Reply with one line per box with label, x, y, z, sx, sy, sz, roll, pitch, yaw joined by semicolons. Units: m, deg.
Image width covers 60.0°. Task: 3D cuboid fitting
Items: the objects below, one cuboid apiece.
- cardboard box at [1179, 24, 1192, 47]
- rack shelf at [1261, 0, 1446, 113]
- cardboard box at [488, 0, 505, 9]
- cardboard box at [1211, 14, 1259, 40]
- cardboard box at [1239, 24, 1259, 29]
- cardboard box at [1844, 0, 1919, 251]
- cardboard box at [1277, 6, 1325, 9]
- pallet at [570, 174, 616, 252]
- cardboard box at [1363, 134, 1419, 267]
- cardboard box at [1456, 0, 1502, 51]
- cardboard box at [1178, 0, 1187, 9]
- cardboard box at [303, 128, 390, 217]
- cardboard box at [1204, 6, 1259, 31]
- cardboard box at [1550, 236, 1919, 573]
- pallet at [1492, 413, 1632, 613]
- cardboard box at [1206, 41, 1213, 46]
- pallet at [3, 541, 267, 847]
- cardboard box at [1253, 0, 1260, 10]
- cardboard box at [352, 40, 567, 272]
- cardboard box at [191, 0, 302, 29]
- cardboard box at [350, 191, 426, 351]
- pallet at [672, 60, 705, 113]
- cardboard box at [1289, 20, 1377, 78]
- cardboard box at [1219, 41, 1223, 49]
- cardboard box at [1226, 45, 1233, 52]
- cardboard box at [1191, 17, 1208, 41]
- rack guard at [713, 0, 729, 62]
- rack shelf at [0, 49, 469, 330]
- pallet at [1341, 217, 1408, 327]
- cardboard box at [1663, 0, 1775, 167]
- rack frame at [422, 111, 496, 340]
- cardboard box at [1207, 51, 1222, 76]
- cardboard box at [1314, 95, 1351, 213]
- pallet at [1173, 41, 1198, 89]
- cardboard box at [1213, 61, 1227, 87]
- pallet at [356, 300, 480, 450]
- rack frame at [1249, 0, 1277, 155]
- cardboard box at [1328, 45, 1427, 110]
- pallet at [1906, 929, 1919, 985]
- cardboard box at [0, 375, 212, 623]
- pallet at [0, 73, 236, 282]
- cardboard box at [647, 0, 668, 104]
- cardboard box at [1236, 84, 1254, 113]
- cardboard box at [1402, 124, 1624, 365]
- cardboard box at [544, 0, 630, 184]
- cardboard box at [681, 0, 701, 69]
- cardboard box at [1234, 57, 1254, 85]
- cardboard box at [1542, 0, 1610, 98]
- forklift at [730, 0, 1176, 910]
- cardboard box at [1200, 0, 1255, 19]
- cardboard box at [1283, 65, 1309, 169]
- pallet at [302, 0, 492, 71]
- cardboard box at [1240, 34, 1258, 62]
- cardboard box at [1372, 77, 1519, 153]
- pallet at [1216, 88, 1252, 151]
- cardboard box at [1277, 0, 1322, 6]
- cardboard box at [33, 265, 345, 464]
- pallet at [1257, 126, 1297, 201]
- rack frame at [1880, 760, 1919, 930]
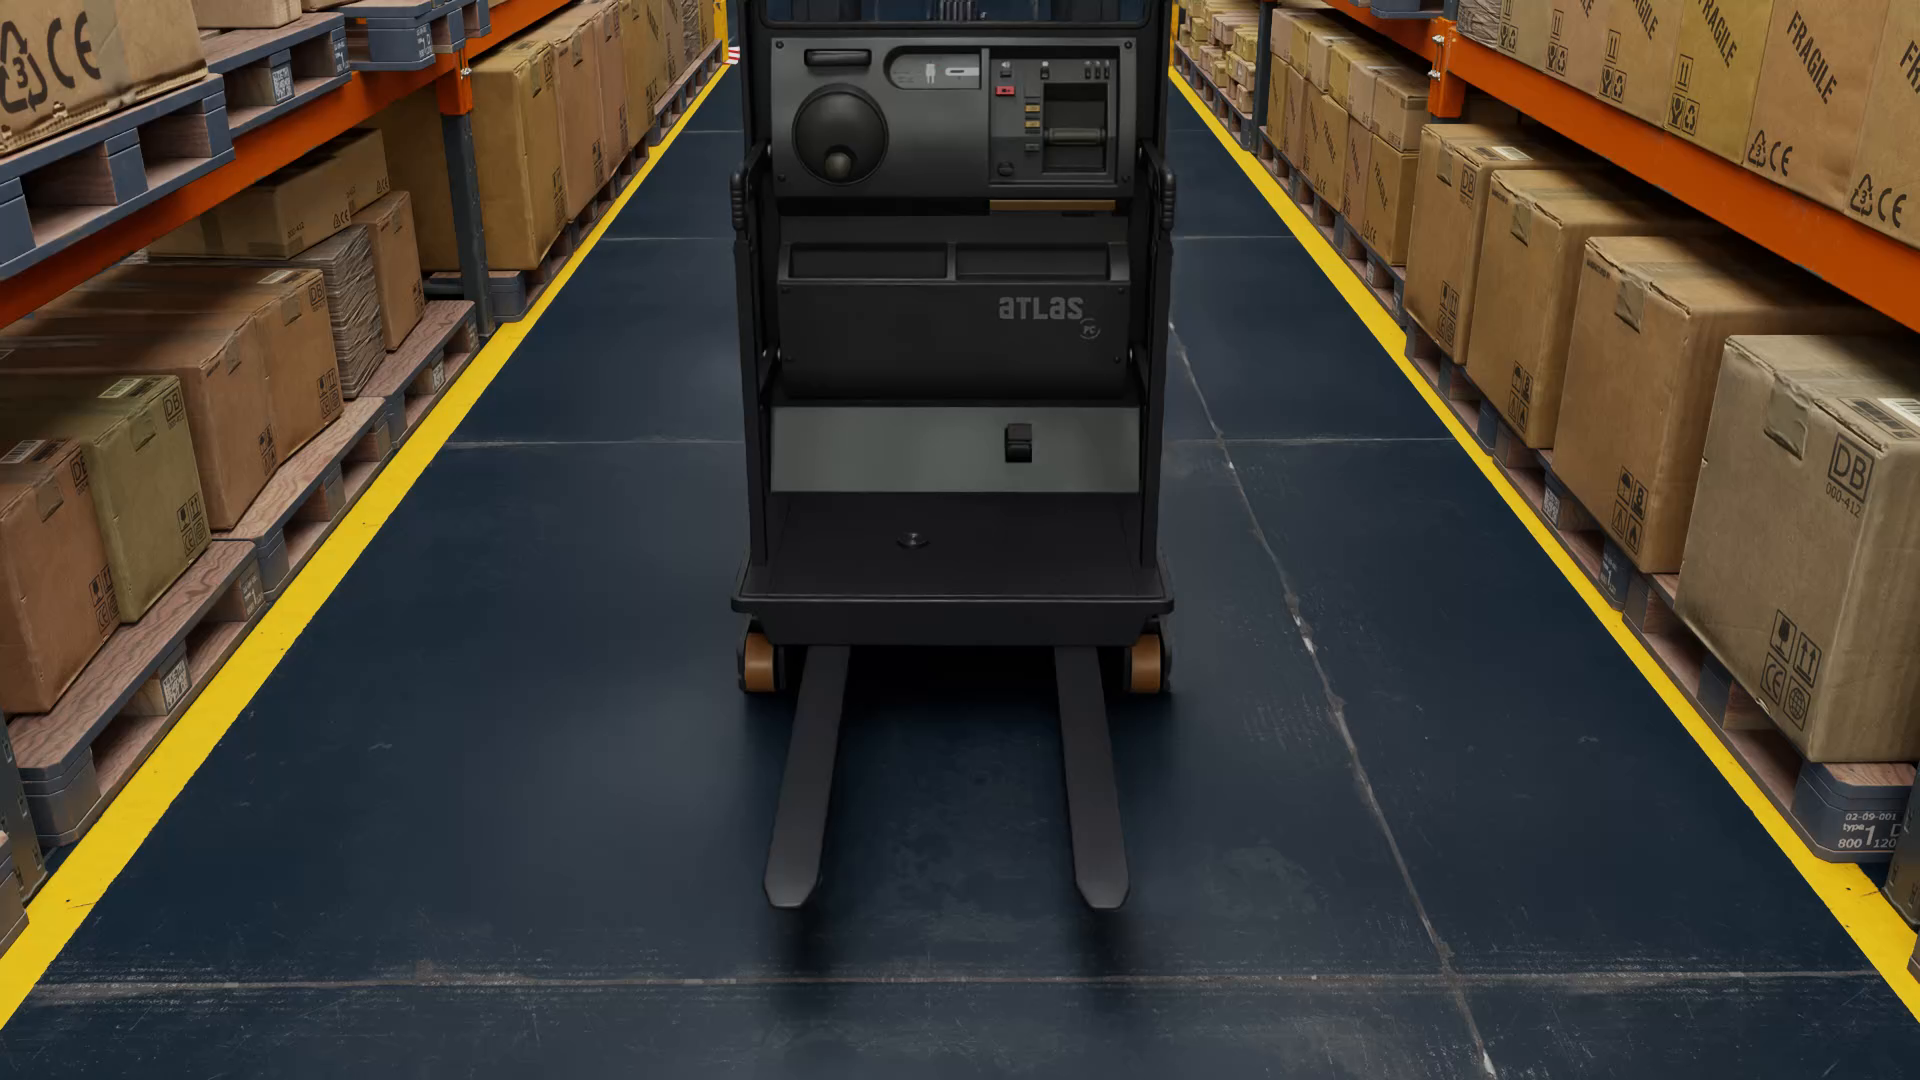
cardboard box;2.032;-4.204;13.854;0.380;0.149;0.250;0;24;1
rack shelf;2.412;-2.728;8.515;1.077;0.370;4.000;0;24;-1
cardboard box;-2.260;-2.498;7.013;0.500;0.500;0.500;0;24;1
cardboard box;2.038;-3.726;12.077;0.380;0.149;0.250;-1;24;-2
cardboard box;2.149;-3.504;11.586;0.380;0.149;0.250;1;24;1
cardboard box;2.204;-0.843;3.353;0.500;0.500;0.500;0;24;-1
cardboard box;2.571;-3.938;12.546;0.380;0.149;0.250;-1;24;-2
pallet;-2.471;-1.807;8.990;1.003;0.211;1.213;0;24;-1
cardboard box;2.165;-1.554;7.571;0.500;0.500;0.500;0;24;-1
cardboard box;2.169;-2.091;6.113;0.500;0.500;0.500;0;24;0
cardboard box;2.013;-4.475;13.731;0.380;0.149;0.250;-1;24;-3
cardboard box;-2.490;-1.379;6.248;0.500;0.250;0.500;1;24;2
cardboard box;2.047;-3.932;12.532;0.380;0.149;0.250;0;24;0
cardboard box;2.374;-0.403;4.721;1.050;0.750;0.750;0;24;-1
pallet;2.377;-0.135;5.292;1.003;0.211;1.213;0;24;-1
cardboard box;2.118;-3.783;12.925;0.380;0.149;0.250;0;24;0
pallet;-2.493;0.347;4.227;1.003;0.211;1.213;0;24;-1
cardboard box;2.551;-4.371;13.503;0.380;0.149;0.250;0;24;0
cardboard box;-2.514;-1.759;7.568;1.225;0.875;0.875;-1;24;-3
cardboard box;-2.239;-1.696;5.012;0.396;0.266;0.258;-1;24;-2
cardboard box;-2.500;-1.037;6.402;0.700;0.500;0.500;-2;24;-3
pallet;-2.517;-3.447;12.615;1.003;0.211;1.213;0;24;-1
cardboard box;2.142;-2.749;9.302;0.500;0.250;0.500;0;24;1
cardboard box;2.170;-3.799;12.599;0.380;0.149;0.250;1;24;2
cardboard box;2.106;-3.467;11.865;0.380;0.149;0.250;0;24;1
cardboard box;2.028;-4.020;13.086;0.380;0.149;0.250;0;24;1
rack guard;-2.615;-4.419;14.414;1.175;0.500;0.348;0;24;-1
rack shelf;-2.505;-1.099;4.914;1.077;0.370;4.000;0;24;-1
pallet;2.427;-1.283;7.832;1.003;0.211;1.213;0;24;-1
cardboard box;2.193;-1.260;4.274;0.500;0.500;0.500;0;24;0
rack frame;-2.527;-2.251;6.588;1.000;3.000;0.127;0;24;-1
cardboard box;2.062;-3.566;12.445;0.380;0.149;0.250;0;24;-1
cardboard box;2.141;-1.986;8.525;0.500;0.500;0.500;-1;24;-3
pallet;2.321;-3.892;13.599;1.003;0.211;1.213;0;24;-1
cardboard box;2.034;-3.359;11.987;0.380;0.149;0.250;0;24;-1
pallet;-2.520;-0.659;6.450;1.003;0.211;1.213;0;24;-1
rack frame;2.390;-3.880;10.189;1.000;3.000;0.127;0;24;-1
cardboard box;2.158;-2.324;8.363;0.500;0.250;0.500;0;24;1
pallet;2.408;1.001;2.782;1.003;0.211;1.213;0;24;-1
cardboard box;-2.455;-0.114;4.362;0.700;0.500;0.500;0;24;-1
pallet;-2.346;-0.831;3.681;1.003;0.211;1.213;0;24;-1
cardboard box;-2.498;-3.395;11.186;0.875;0.875;0.875;0;24;-1
cardboard box;2.045;-2.933;11.044;0.380;0.149;0.250;0;24;0
cardboard box;2.350;-1.147;6.366;1.050;0.750;0.750;-1;24;-1
cardboard box;-2.533;-2.491;9.186;1.225;0.875;0.875;-1;24;-2
cardboard box;-2.517;-4.133;12.816;0.875;0.875;0.875;0;24;-1
cardboard box;2.053;-3.148;11.159;0.380;0.149;0.250;-1;24;-3
cardboard box;2.182;-1.674;5.190;0.500;0.500;0.500;0;24;-1
forklift;-0.015;-1.058;4.033;1.130;2.935;3.031;0;24;0
cardboard box;2.096;-4.155;13.025;0.380;0.149;0.250;-1;24;-3
cardboard box;2.140;-2.409;9.460;0.500;0.500;0.500;1;24;2
pallet;-2.413;-1.871;5.979;1.213;0.211;1.003;0;24;-1
cardboard box;2.084;-3.294;11.122;0.380;0.149;0.250;0;24;0
cardboard box;2.164;-1.907;7.440;0.500;0.250;0.500;-1;24;-2
pallet;2.347;-2.886;11.376;1.003;0.211;1.213;0;24;-1
cardboard box;2.620;-4.158;13.032;0.380;0.149;0.250;-1;24;-3
cardboard box;-2.468;-0.575;5.380;0.700;0.500;0.500;2;24;4
pallet;2.400;-2.289;10.055;1.003;0.211;1.213;0;24;-1
rack frame;2.477;-0.584;2.901;1.000;3.000;0.127;0;24;-1
